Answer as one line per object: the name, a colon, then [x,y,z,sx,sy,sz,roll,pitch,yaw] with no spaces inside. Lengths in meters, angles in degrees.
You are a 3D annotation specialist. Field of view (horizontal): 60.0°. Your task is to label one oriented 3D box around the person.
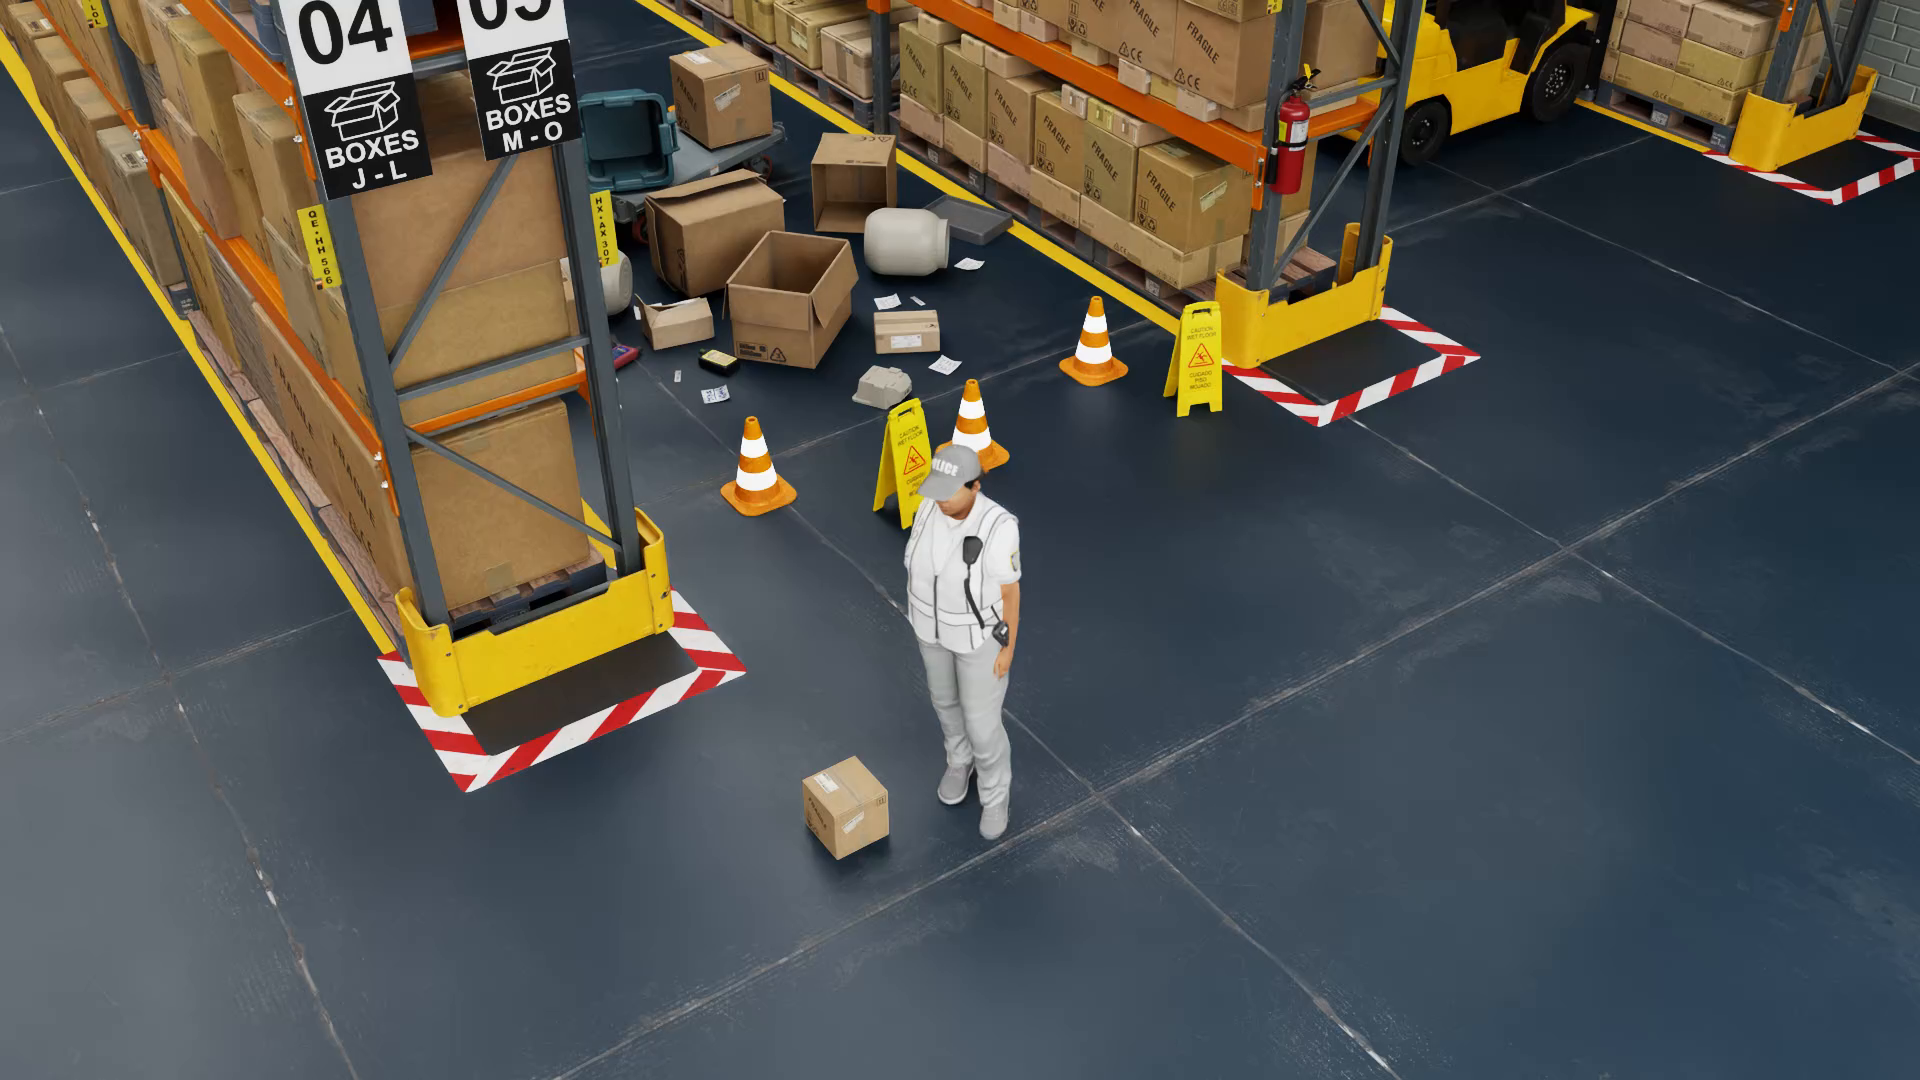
person: [0.016,0.398,6.495,0.554,1.716,0.400,21,42,26]
